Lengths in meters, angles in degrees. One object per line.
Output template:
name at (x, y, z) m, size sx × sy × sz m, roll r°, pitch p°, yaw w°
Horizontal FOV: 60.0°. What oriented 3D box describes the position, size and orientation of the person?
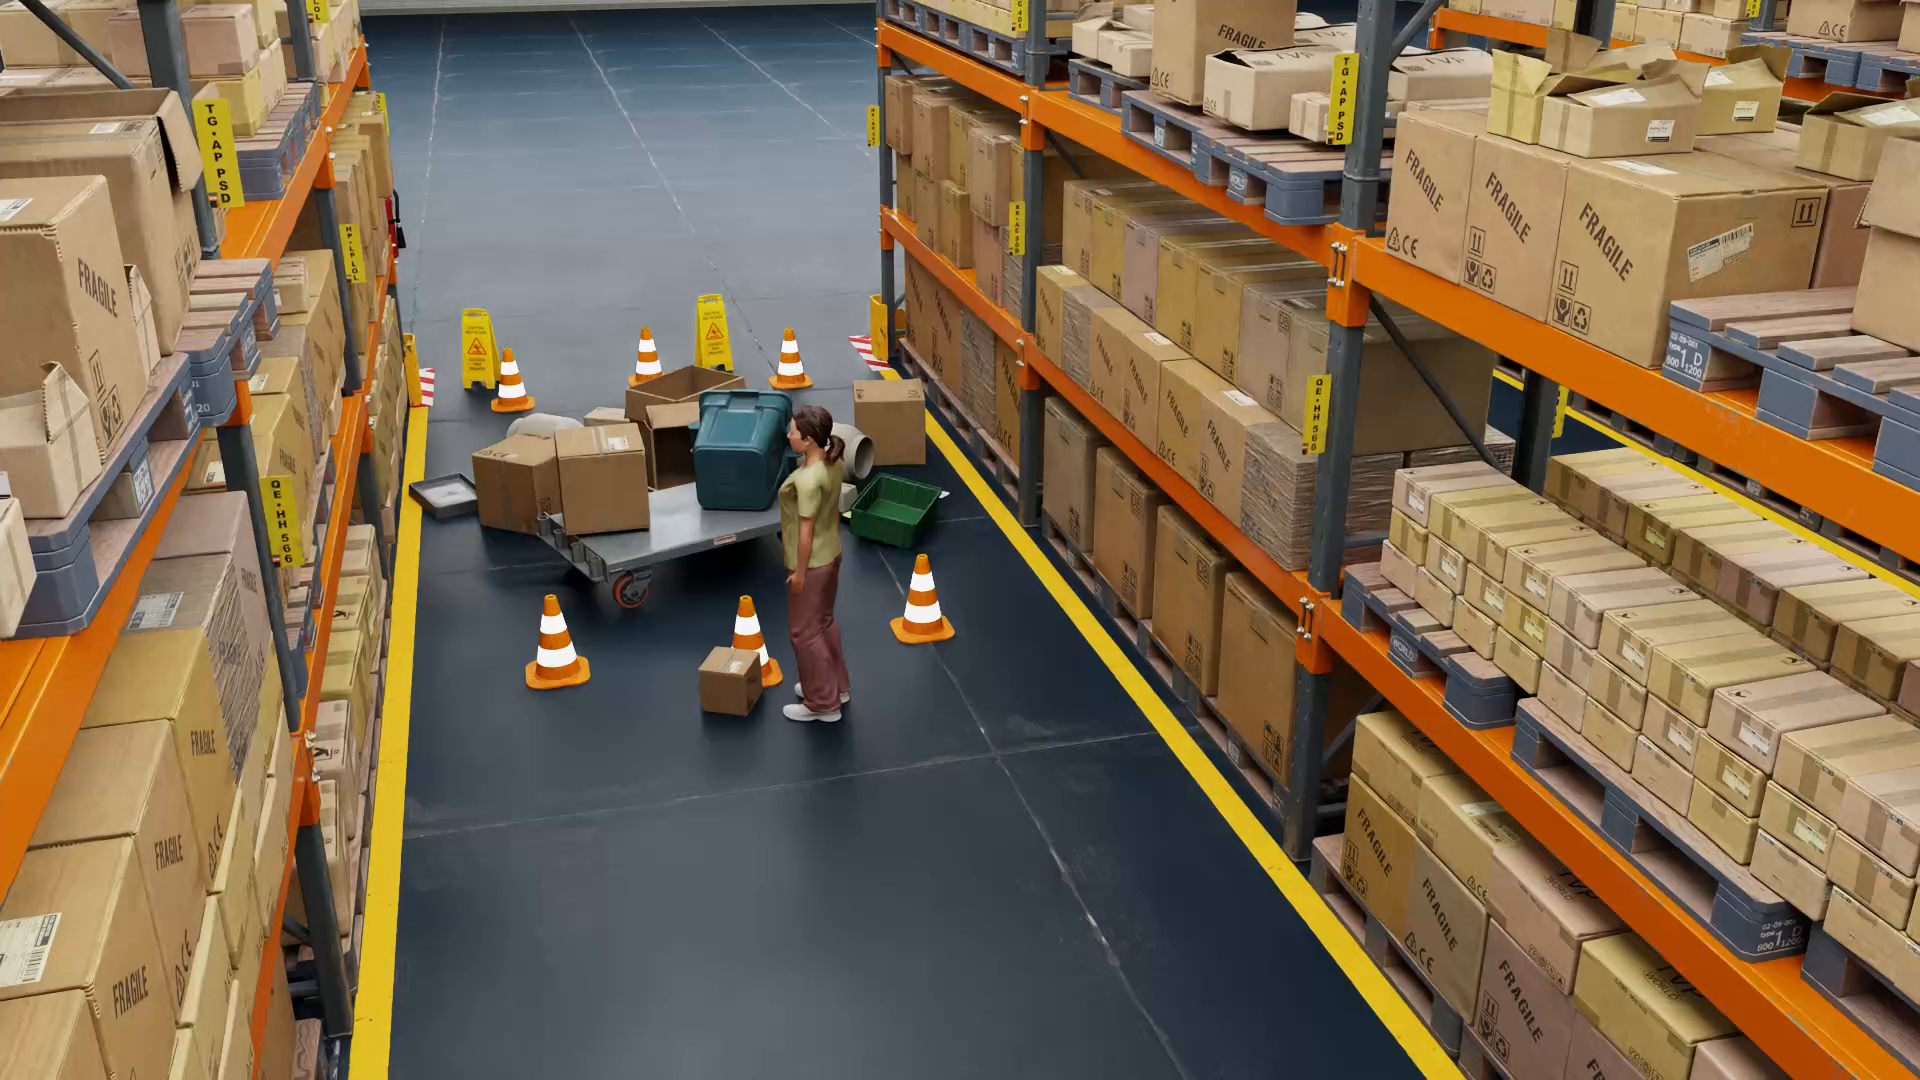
person at (-0.730, 0.127, 8.334) m, size 0.370 × 1.649 × 0.440 m, roll 6°, pitch 24°, yaw 14°
